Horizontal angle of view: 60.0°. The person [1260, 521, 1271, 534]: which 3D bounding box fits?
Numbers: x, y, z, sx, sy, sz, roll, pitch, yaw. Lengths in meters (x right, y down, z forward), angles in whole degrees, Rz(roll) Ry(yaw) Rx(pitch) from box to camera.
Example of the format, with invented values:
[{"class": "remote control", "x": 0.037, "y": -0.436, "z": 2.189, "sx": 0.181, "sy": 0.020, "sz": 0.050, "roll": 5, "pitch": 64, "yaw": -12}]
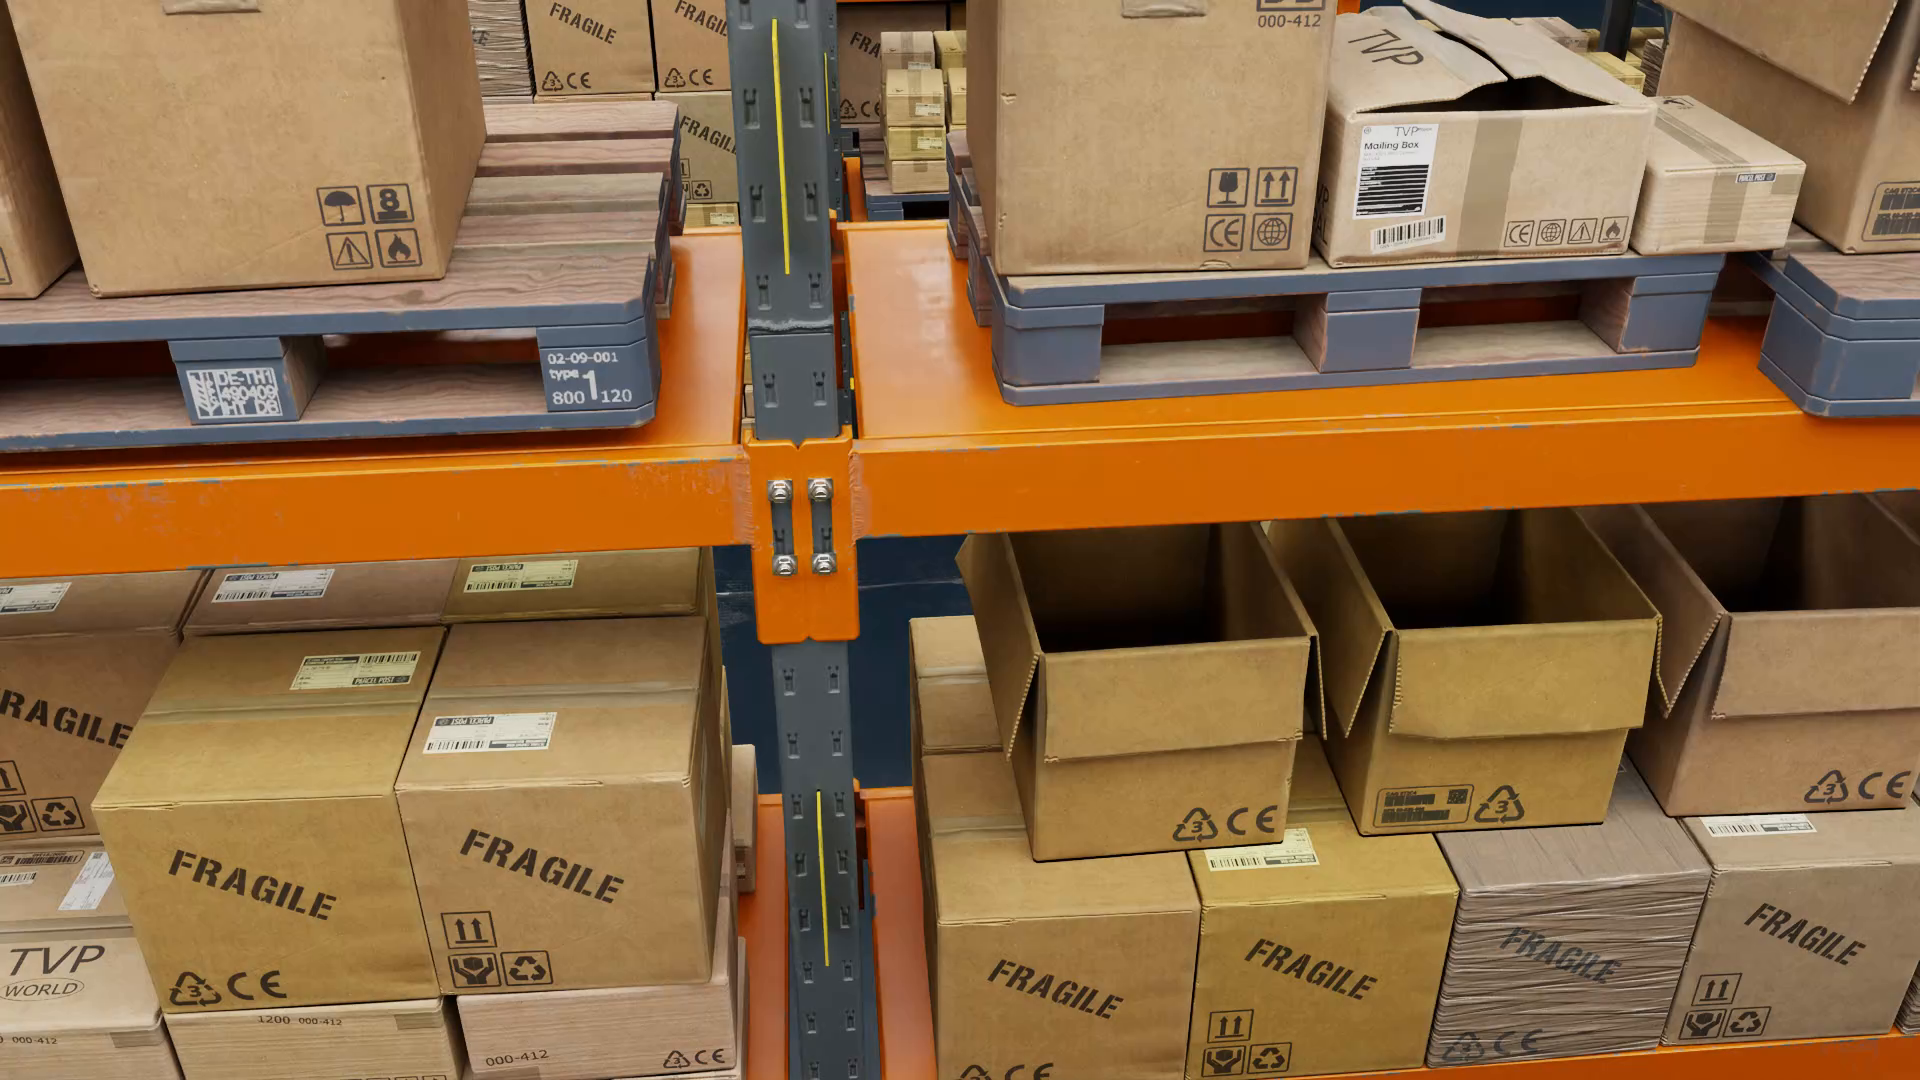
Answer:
[{"class": "person", "x": 1.135, "y": 0.361, "z": 5.542, "sx": 0.362, "sy": 1.671, "sz": 0.518, "roll": -5, "pitch": 32, "yaw": -8}]
